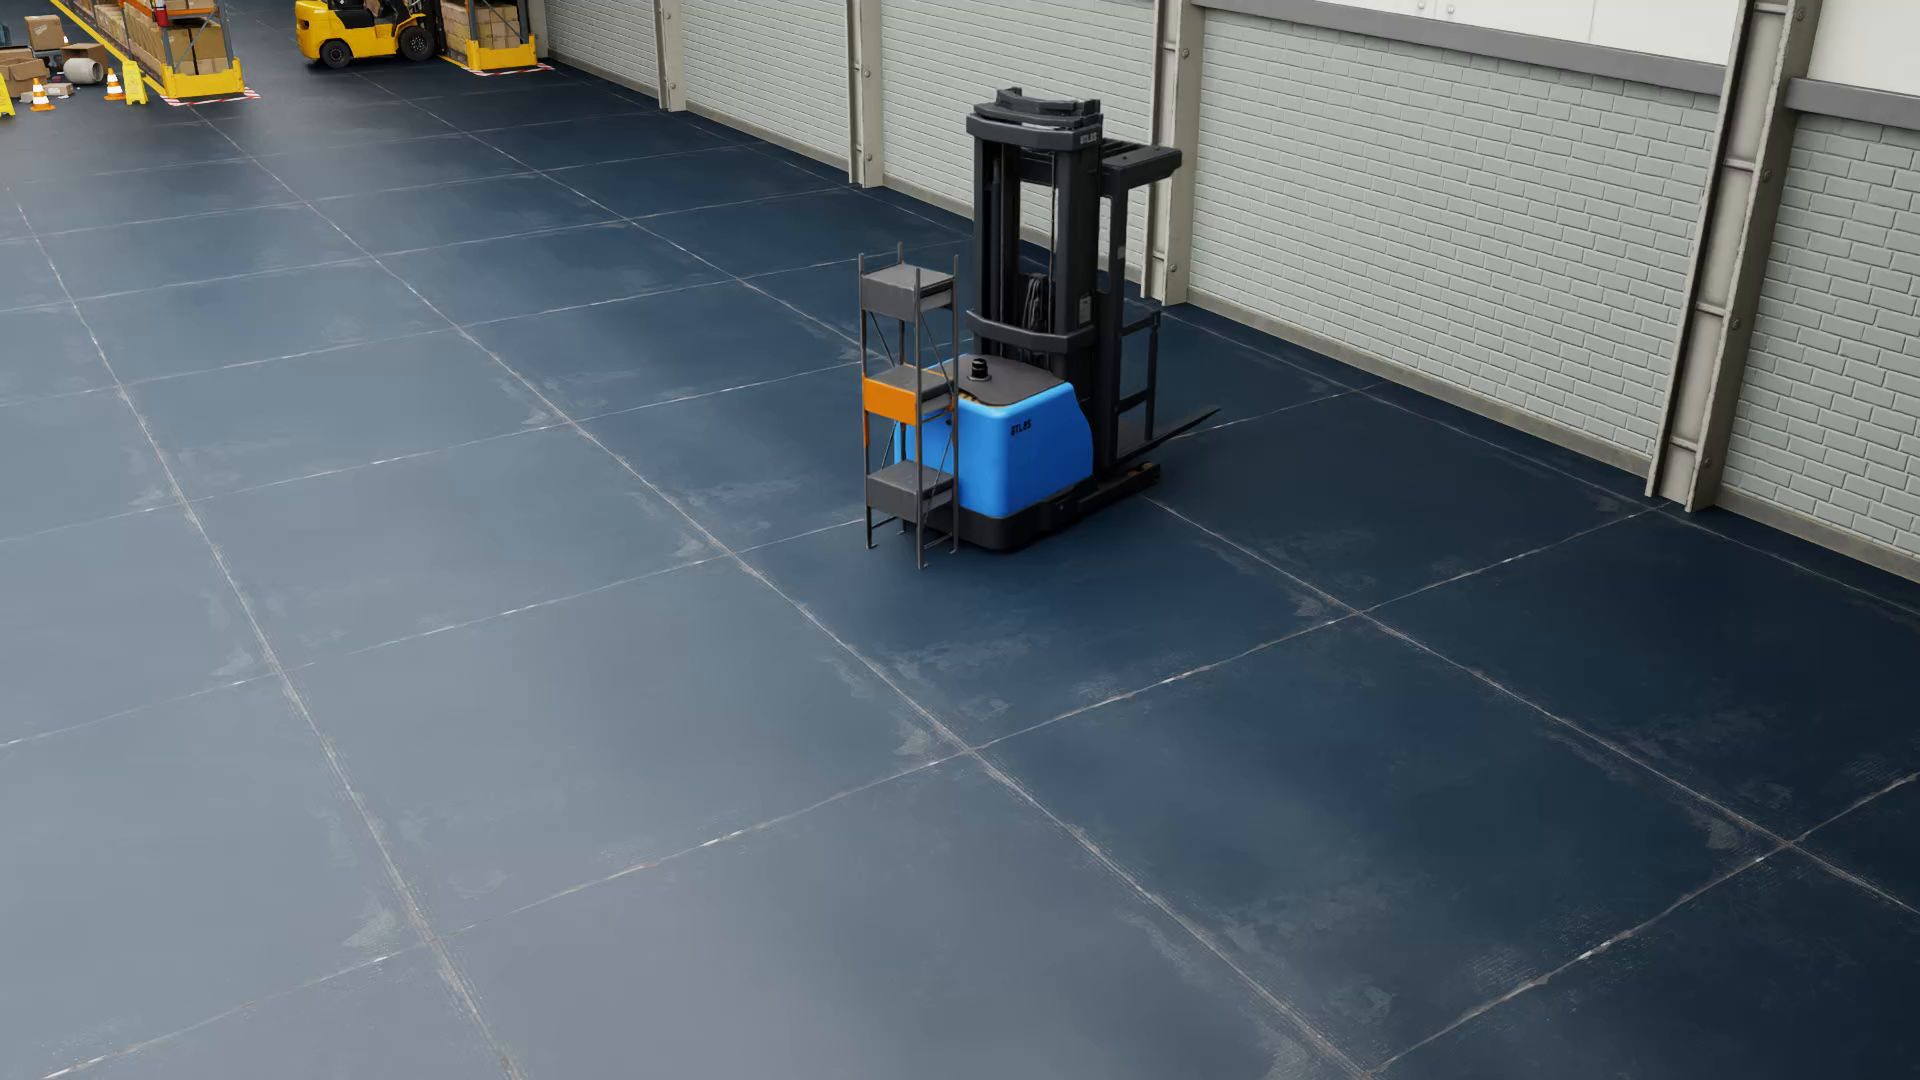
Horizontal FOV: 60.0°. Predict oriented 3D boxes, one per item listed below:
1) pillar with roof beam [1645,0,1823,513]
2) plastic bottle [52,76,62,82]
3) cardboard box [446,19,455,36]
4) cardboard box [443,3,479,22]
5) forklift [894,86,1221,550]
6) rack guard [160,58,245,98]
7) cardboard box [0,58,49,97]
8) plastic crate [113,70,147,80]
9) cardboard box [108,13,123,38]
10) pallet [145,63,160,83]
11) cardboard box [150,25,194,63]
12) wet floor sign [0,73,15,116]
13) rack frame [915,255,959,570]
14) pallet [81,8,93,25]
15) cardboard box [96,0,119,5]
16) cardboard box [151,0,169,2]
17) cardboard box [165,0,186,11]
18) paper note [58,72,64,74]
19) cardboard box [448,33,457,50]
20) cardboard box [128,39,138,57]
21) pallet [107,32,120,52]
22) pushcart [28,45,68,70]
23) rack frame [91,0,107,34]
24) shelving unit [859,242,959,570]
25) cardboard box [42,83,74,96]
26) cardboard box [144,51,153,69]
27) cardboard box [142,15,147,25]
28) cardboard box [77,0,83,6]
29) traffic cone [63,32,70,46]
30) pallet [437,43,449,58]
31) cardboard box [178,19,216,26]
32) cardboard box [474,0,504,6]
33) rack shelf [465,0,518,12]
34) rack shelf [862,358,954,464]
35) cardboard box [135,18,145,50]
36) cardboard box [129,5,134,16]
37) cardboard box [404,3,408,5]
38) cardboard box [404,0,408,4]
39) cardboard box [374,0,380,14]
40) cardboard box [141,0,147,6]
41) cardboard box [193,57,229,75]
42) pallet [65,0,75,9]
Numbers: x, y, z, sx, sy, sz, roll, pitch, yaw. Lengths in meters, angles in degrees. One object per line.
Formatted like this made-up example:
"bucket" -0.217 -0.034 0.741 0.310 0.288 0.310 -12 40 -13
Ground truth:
"pillar with roof beam" 1.745 -3.371 8.312 9.100 9.000 0.400 -16 29 -30
"plastic bottle" -15.332 -7.832 28.230 0.133 0.061 0.283 -10 27 -21
"cardboard box" -8.917 -9.242 29.920 0.500 0.250 0.500 -16 30 -30
"cardboard box" -8.921 -9.458 29.792 0.500 0.250 0.500 -15 29 -29
"forklift" 0.868 -1.807 12.107 1.130 2.935 3.031 20 32 36
"rack guard" -12.323 -7.525 27.067 1.175 0.500 0.348 -16 29 -30
"cardboard box" -15.361 -7.538 27.090 0.637 0.503 0.797 7 26 15
"plastic crate" -14.295 -7.986 28.536 0.583 0.080 0.402 18 31 33
"cardboard box" -15.530 -9.752 31.443 0.950 0.372 0.625 -14 29 -28
"pallet" -13.399 -8.129 28.685 1.003 0.211 1.213 -16 29 -30
"cardboard box" -12.937 -8.140 27.292 0.500 0.500 0.500 -15 29 -29
"wet floor sign" -14.699 -6.825 25.414 0.267 0.644 0.232 -22 33 -38
"rack frame" -0.146 -0.811 10.971 0.015 2.100 0.400 20 32 36
"pallet" -17.678 -10.964 34.691 1.003 0.211 1.213 -16 29 -30
"cardboard box" -16.956 -10.985 33.466 0.875 0.875 0.875 -16 30 -30
"cardboard box" -12.808 -8.938 26.666 0.500 0.500 0.500 -16 30 -30
"cardboard box" -12.665 -8.599 26.707 0.380 0.149 0.250 -14 29 -28
"paper note" -15.605 -8.129 28.897 0.148 0.019 0.142 -16 29 -30
"cardboard box" -8.909 -9.007 30.008 0.500 0.250 0.500 -16 29 -30
"cardboard box" -14.369 -8.732 29.424 0.500 0.250 0.500 -17 30 -32
"pallet" -15.561 -9.513 31.616 1.003 0.211 1.213 -16 29 -30
"pushcart" -16.348 -8.324 28.903 0.936 0.377 1.648 18 31 33
"rack frame" -16.648 -11.490 32.537 1.000 3.000 0.127 -16 29 -30
"shelving unit" -0.330 -0.880 11.116 0.503 2.100 0.431 20 32 36
"cardboard box" -14.689 -7.337 27.080 0.380 0.149 0.250 -1 25 -3
"cardboard box" -13.514 -8.174 28.243 0.500 0.250 0.500 -17 30 -31
"cardboard box" -13.328 -8.639 27.590 0.380 0.149 0.250 -15 29 -29
"cardboard box" -18.427 -11.946 35.502 0.875 0.875 0.875 -15 29 -28
"traffic cone" -16.315 -9.029 30.297 0.336 0.463 0.334 -16 29 -30
"pallet" -9.239 -9.225 31.007 1.003 0.211 1.213 -16 29 -30
"cardboard box" -12.792 -8.461 27.973 0.500 0.500 0.500 -17 30 -31
"cardboard box" -8.504 -9.579 30.048 0.500 0.250 0.500 -15 29 -29
"rack shelf" -9.216 -10.176 30.598 1.077 0.370 4.000 -16 29 -30
"rack shelf" -0.330 -0.867 11.122 0.480 0.518 0.431 20 32 36
"cardboard box" -13.785 -8.696 28.470 0.500 0.500 0.500 -14 29 -27
"cardboard box" -14.069 -9.122 28.612 0.380 0.149 0.250 -14 29 -28
"cardboard box" -10.303 -10.145 31.832 0.500 0.250 0.500 -16 29 -30
"cardboard box" -10.307 -10.370 31.722 0.500 0.250 0.500 -16 30 -30
"cardboard box" -11.432 -11.065 33.927 0.875 0.625 0.625 -17 30 -32
"cardboard box" -13.184 -8.845 27.230 0.380 0.149 0.250 -15 29 -29
"cardboard box" -12.490 -7.928 27.721 0.500 0.250 0.500 -16 30 -30
"pallet" -19.182 -11.950 36.778 1.003 0.211 1.213 -16 29 -30
